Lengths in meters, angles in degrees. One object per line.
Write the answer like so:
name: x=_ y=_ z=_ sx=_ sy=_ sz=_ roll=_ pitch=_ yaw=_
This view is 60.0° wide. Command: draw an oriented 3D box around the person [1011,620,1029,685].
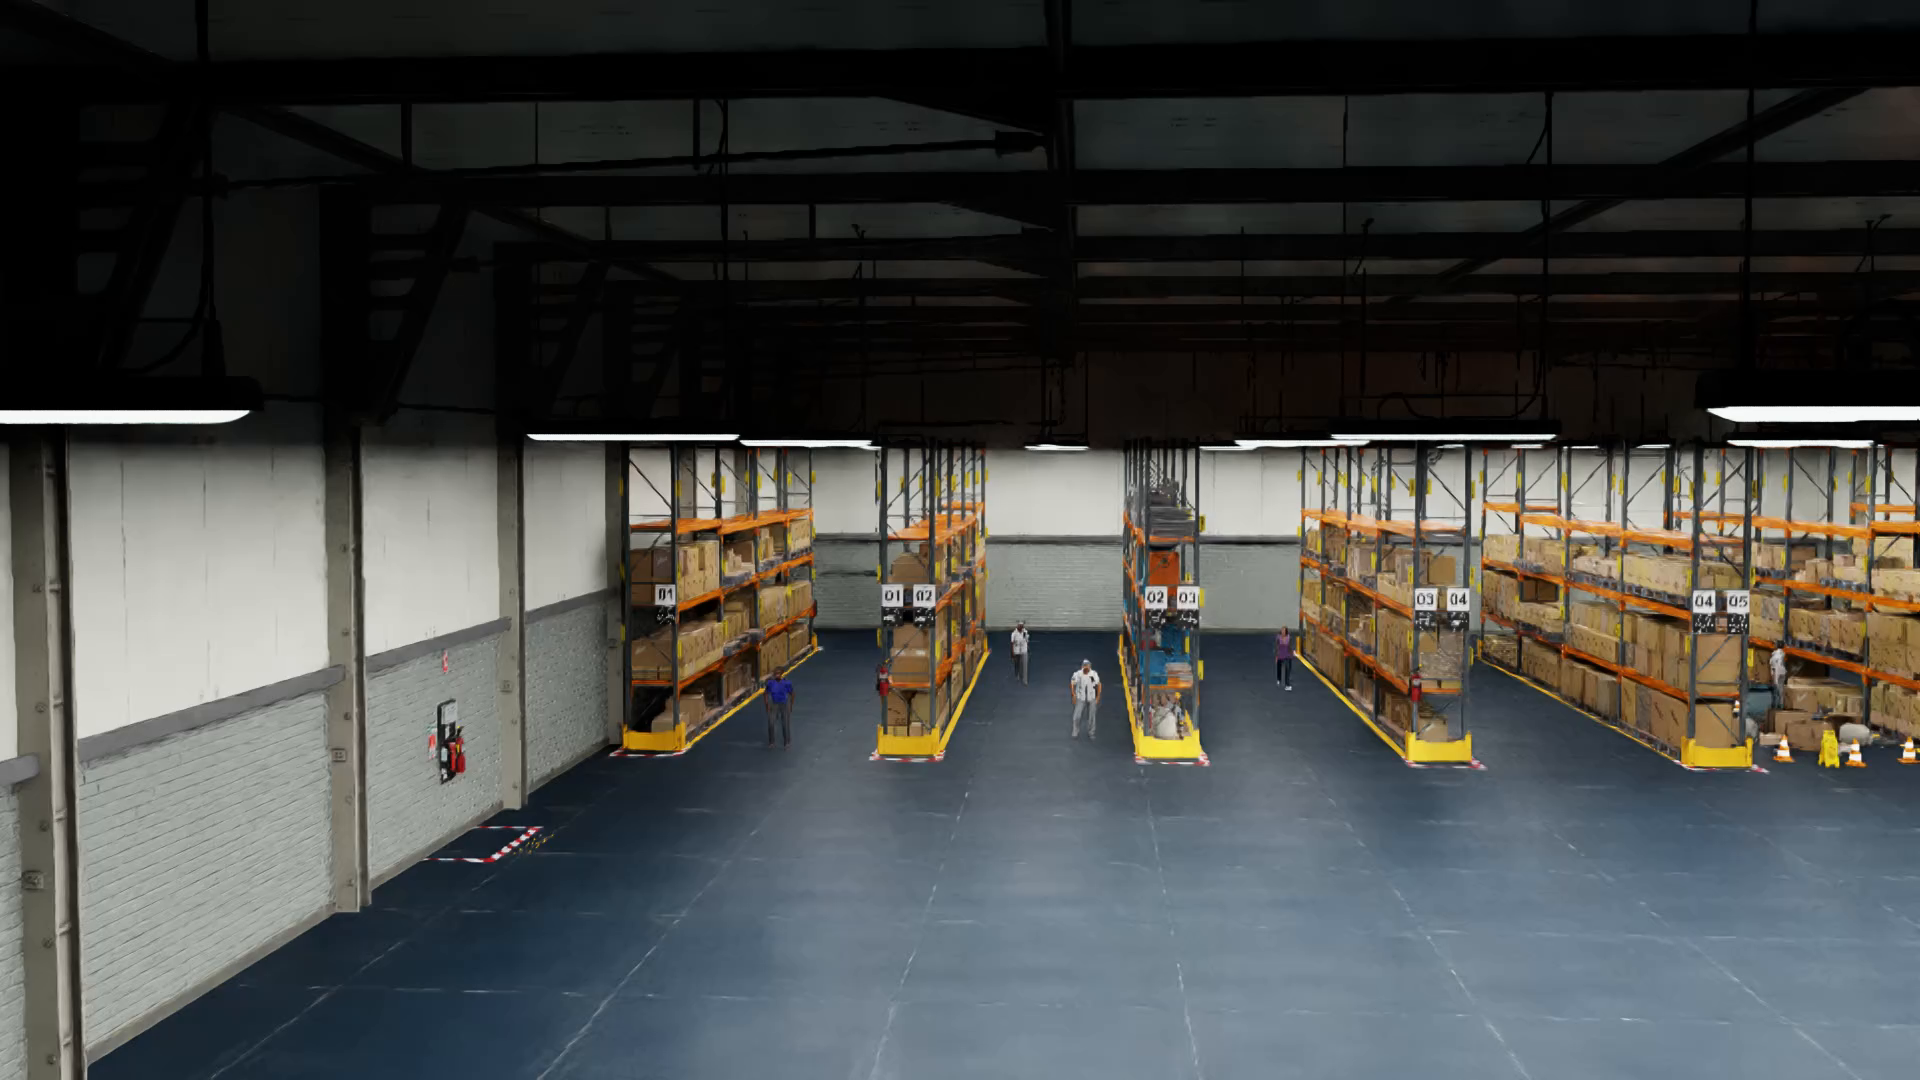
person: x=1.471 y=2.728 z=40.779 sx=0.455 sy=1.588 sz=1.089 roll=0 pitch=3 yaw=2

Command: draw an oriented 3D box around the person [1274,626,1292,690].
person: x=7.769 y=2.809 z=40.028 sx=0.417 sy=1.517 sz=1.037 roll=0 pitch=3 yaw=7

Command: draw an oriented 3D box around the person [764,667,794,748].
person: x=-3.474 y=3.224 z=31.980 sx=0.592 sy=1.590 sz=0.513 roll=0 pitch=3 yaw=3

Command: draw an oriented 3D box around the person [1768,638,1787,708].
person: x=17.635 y=2.951 z=35.945 sx=0.462 sy=1.677 sz=0.524 roll=2 pitch=4 yaw=34

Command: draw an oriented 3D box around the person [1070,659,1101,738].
person: x=2.500 y=3.154 z=33.103 sx=0.625 sy=1.611 sz=0.582 roll=0 pitch=3 yaw=2
